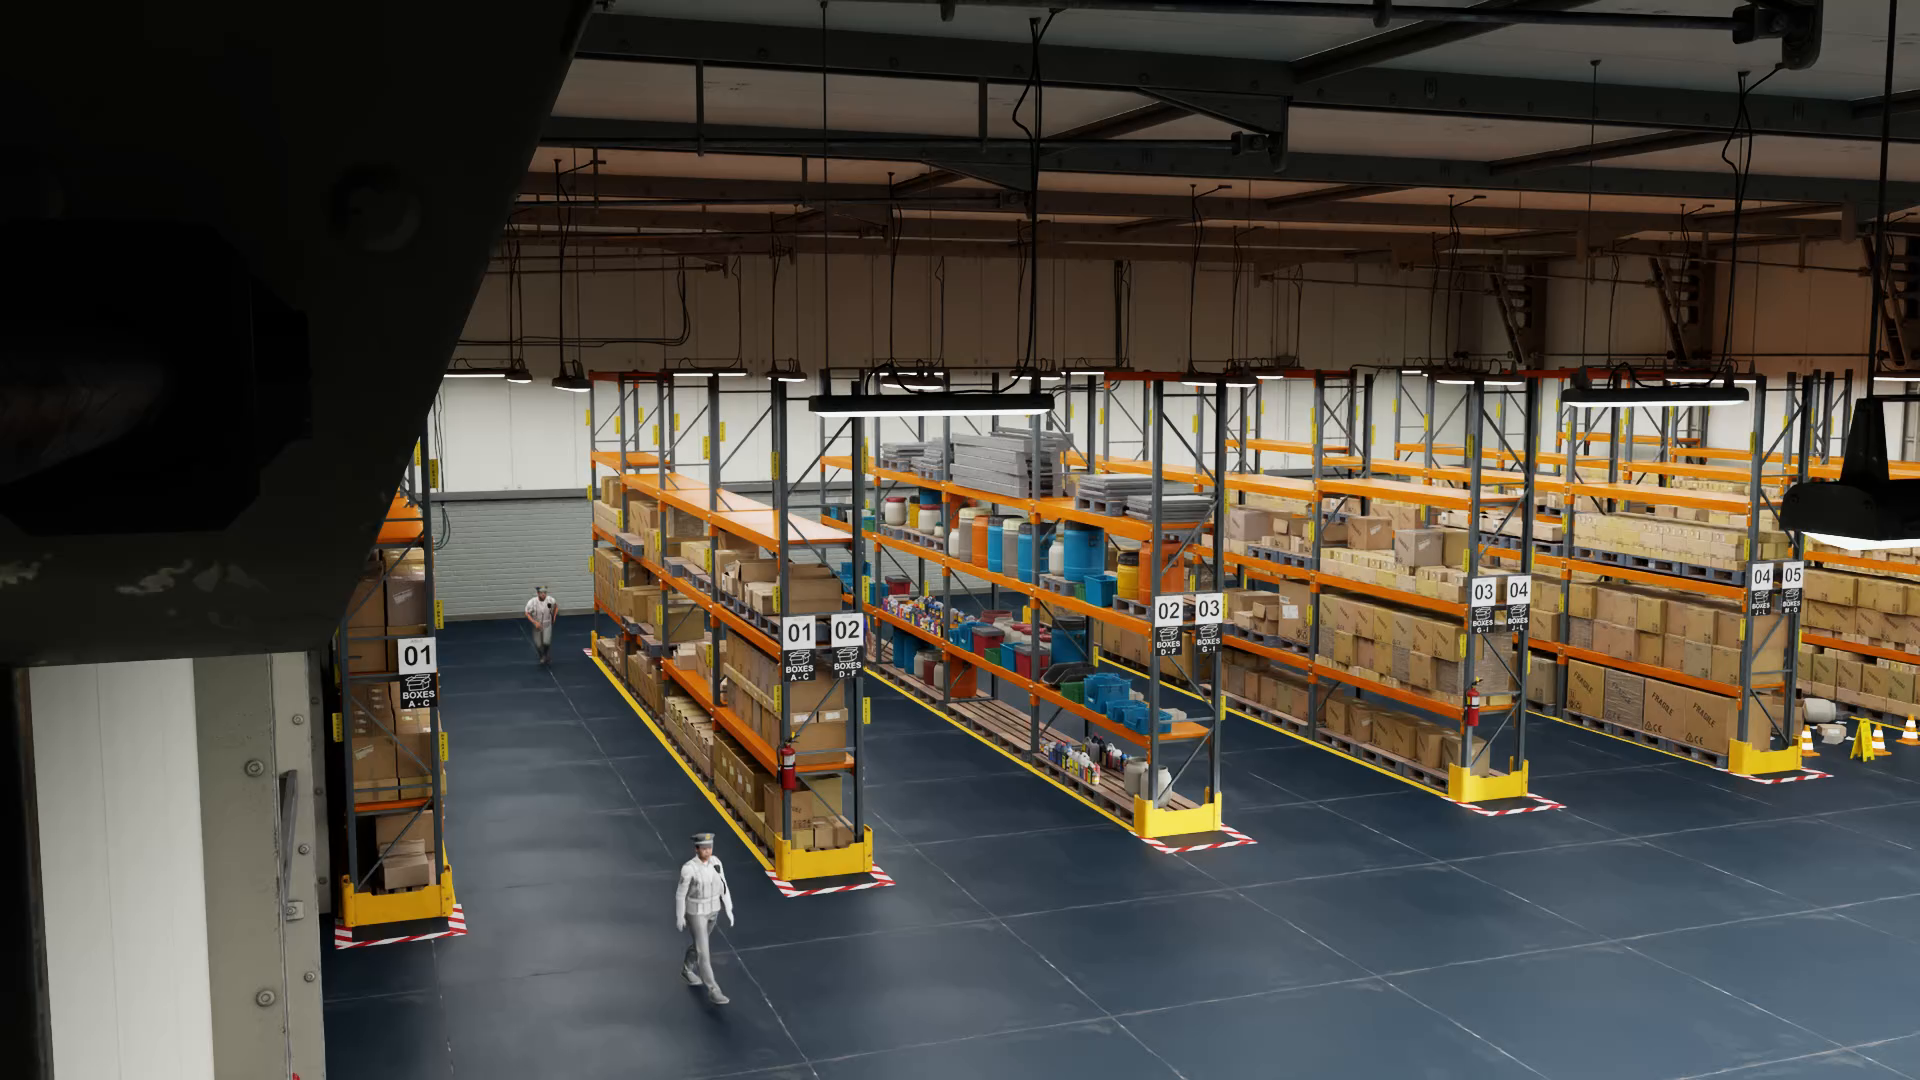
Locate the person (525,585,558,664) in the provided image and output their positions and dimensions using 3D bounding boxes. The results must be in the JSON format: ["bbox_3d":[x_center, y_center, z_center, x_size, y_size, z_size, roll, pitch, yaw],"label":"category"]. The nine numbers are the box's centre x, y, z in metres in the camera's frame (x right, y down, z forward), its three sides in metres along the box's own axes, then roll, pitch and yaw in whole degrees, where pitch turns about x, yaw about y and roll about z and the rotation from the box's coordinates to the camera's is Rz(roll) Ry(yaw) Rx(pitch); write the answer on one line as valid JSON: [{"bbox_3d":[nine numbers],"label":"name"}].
[{"bbox_3d":[-8.505,1.724,33.847,0.636,1.686,0.737,-1,6,-8],"label":"person"}]

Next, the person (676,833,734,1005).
[{"bbox_3d":[-2.476,3.676,16.367,1.010,1.623,0.521,5,8,41],"label":"person"}]

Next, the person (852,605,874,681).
[{"bbox_3d":[-1.909,1.900,31.045,0.506,1.424,1.036,-3,7,-22],"label":"person"}]
